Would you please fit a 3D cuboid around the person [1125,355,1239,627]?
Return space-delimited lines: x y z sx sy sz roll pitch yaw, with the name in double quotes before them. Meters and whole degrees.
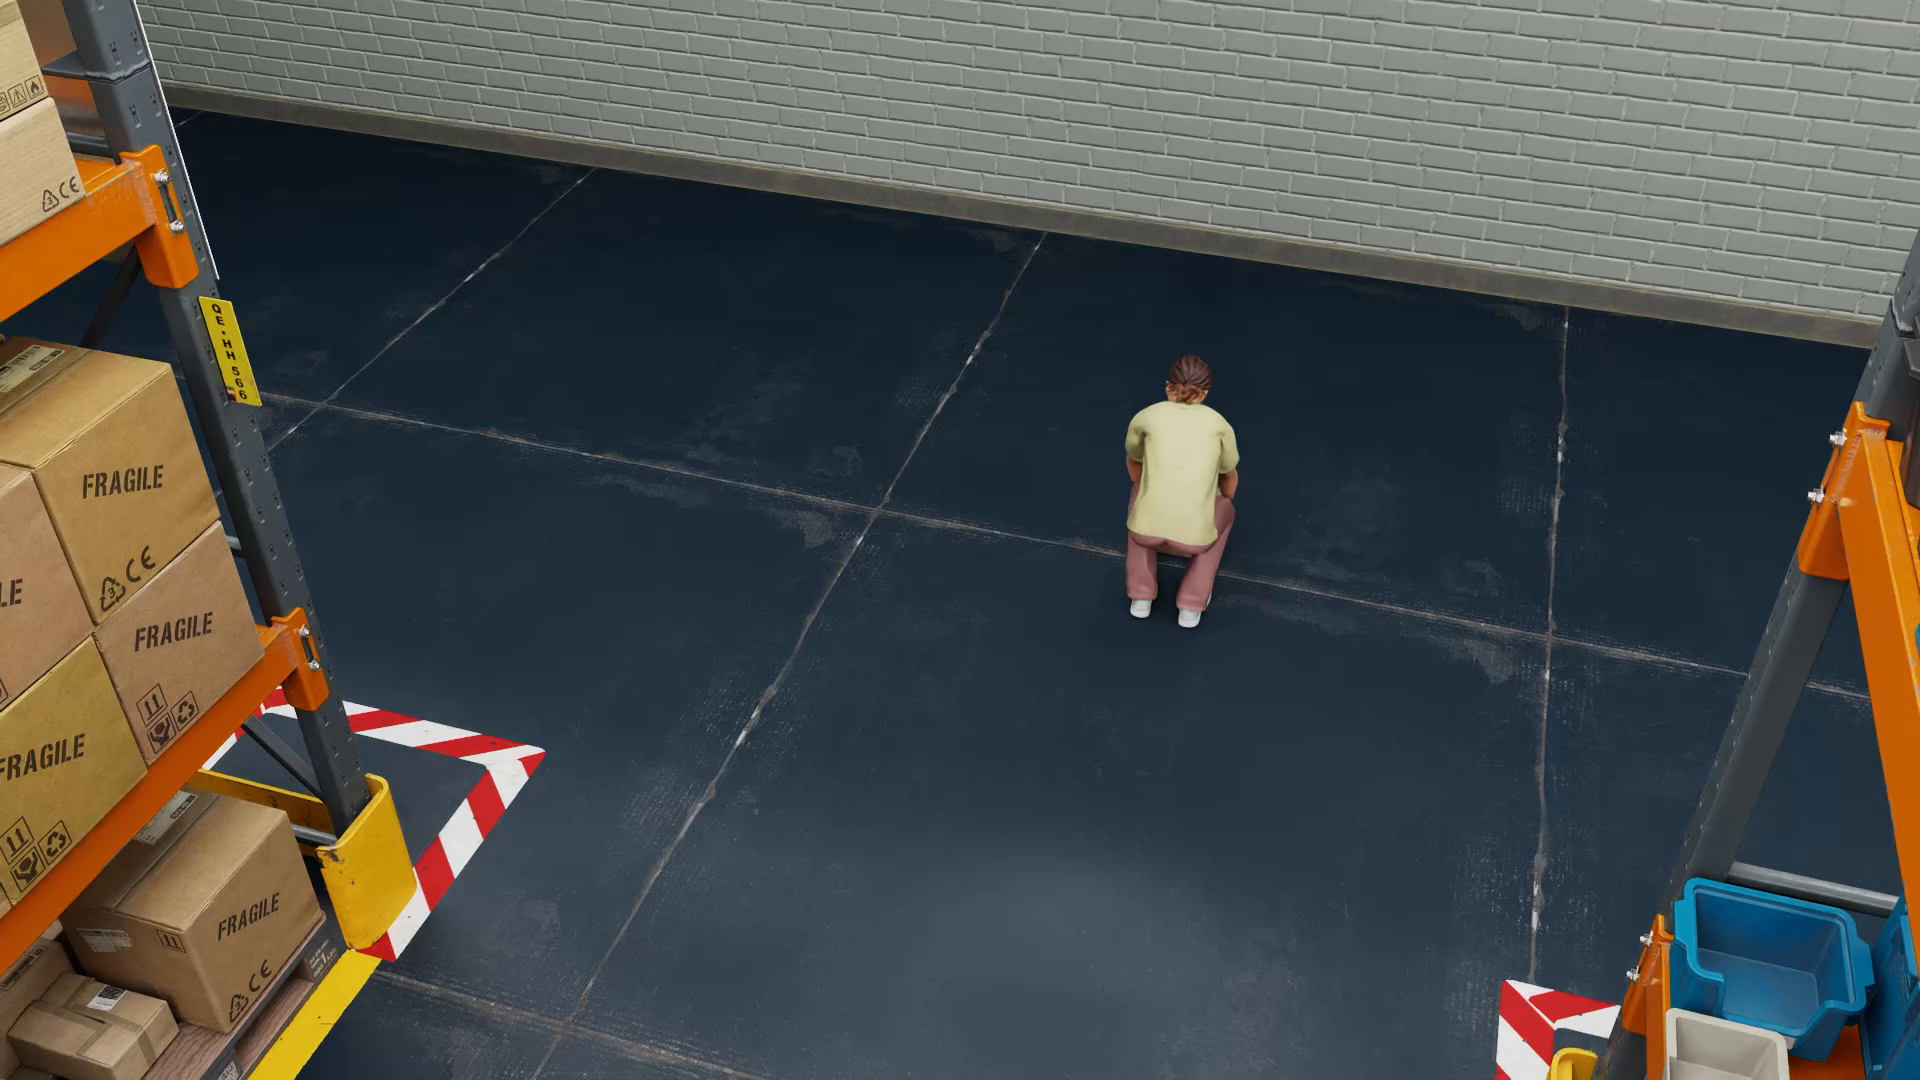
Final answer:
"person" 0.897 -0.186 6.959 0.494 0.998 0.782 11 38 14
